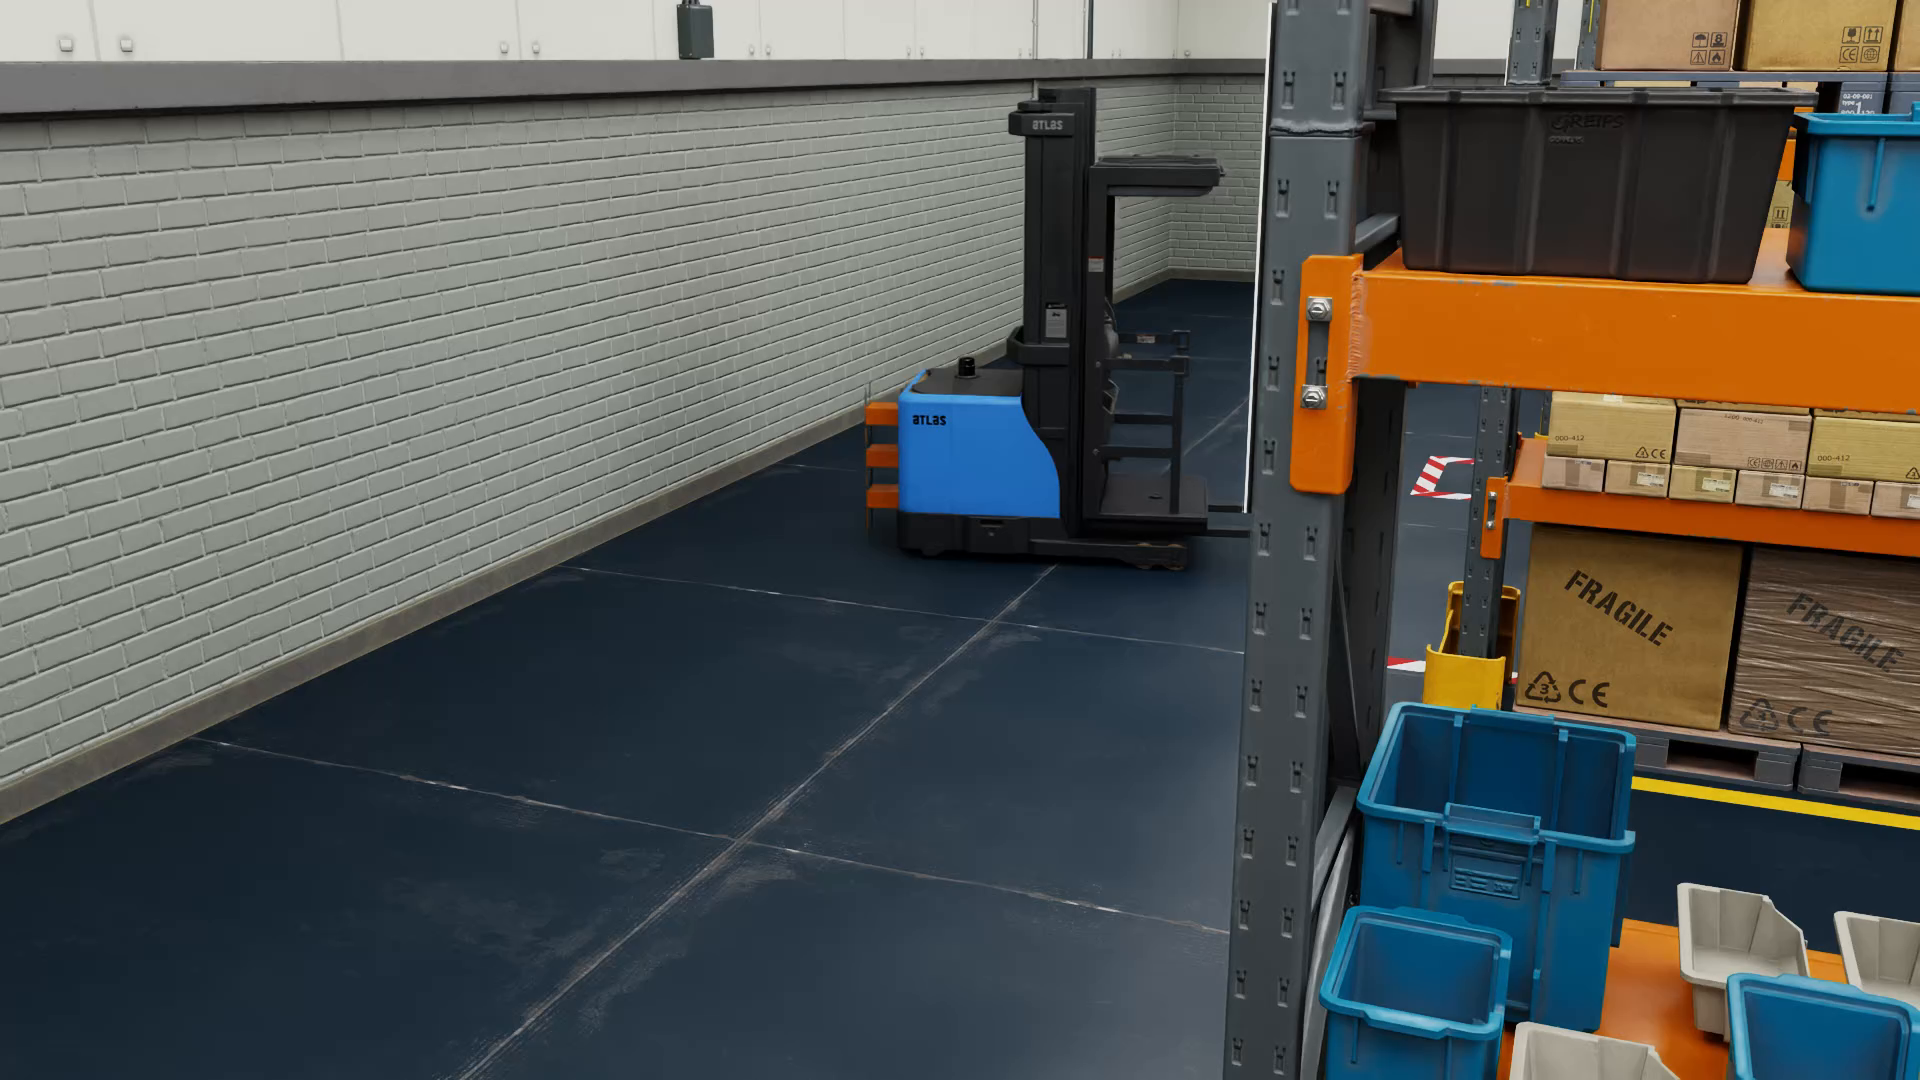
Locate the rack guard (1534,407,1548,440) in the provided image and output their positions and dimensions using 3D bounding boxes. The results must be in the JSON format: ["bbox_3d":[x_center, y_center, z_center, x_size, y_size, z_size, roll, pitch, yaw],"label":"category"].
[{"bbox_3d":[4.512,-0.646,12.504,0.348,0.500,1.175,6,17,21],"label":"rack guard"}]

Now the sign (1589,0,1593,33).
[{"bbox_3d":[4.242,-3.574,11.157,0.005,0.325,0.100,6,17,21],"label":"sign"}]

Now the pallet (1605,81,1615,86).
[{"bbox_3d":[6.857,-4.474,15.982,1.213,0.211,1.003,6,17,21],"label":"pallet"}]

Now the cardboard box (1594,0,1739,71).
[{"bbox_3d":[3.031,-2.278,7.147,0.500,0.500,0.700,5,17,17],"label":"cardboard box"}]

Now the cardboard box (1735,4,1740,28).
[{"bbox_3d":[5.115,-3.485,11.075,0.250,0.149,0.380,6,17,21],"label":"cardboard box"}]

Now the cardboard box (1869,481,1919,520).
[{"bbox_3d":[3.933,-0.205,6.951,0.250,0.149,0.380,6,17,20],"label":"cardboard box"}]

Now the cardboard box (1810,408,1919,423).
[{"bbox_3d":[3.824,-0.788,6.898,0.500,0.500,0.500,6,17,19],"label":"cardboard box"}]

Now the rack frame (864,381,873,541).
[{"bbox_3d":[-0.608,-0.522,11.089,0.008,1.050,0.200,2,16,8],"label":"rack frame"}]

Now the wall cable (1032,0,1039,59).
[{"bbox_3d":[0.769,-6.539,17.556,0.029,3.000,0.463,6,17,21],"label":"wall cable"}]

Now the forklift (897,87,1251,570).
[{"bbox_3d":[1.149,-1.373,10.647,3.031,2.935,1.130,2,16,8],"label":"forklift"}]

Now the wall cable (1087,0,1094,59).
[{"bbox_3d":[2.104,-7.470,20.697,0.133,3.039,2.988,6,17,21],"label":"wall cable"}]

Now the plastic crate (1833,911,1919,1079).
[{"bbox_3d":[1.799,0.874,3.150,0.243,0.136,0.396,6,17,21],"label":"plastic crate"}]

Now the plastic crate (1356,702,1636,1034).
[{"bbox_3d":[1.090,0.646,3.397,0.499,0.435,0.616,6,17,21],"label":"plastic crate"}]

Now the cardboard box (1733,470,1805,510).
[{"bbox_3d":[3.457,-0.258,7.132,0.250,0.149,0.380,6,17,20],"label":"cardboard box"}]

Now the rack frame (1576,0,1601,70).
[{"bbox_3d":[4.441,-4.736,11.346,0.127,3.000,1.000,6,17,21],"label":"rack frame"}]

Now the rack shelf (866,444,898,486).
[{"bbox_3d":[-0.488,-0.507,11.076,0.240,0.259,0.215,2,16,8],"label":"rack shelf"}]

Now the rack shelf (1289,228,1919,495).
[{"bbox_3d":[2.570,-0.185,2.339,4.000,0.370,1.077,6,17,21],"label":"rack shelf"}]

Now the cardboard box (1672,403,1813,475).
[{"bbox_3d":[3.361,-0.479,7.178,0.500,0.250,0.500,6,17,20],"label":"cardboard box"}]

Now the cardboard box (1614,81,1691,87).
[{"bbox_3d":[4.765,-3.111,11.398,0.500,0.250,0.500,7,18,23],"label":"cardboard box"}]

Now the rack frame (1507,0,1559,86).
[{"bbox_3d":[2.527,-3.460,6.950,0.127,3.000,1.000,6,17,21],"label":"rack frame"}]

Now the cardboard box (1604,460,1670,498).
[{"bbox_3d":[2.976,-0.310,7.313,0.250,0.149,0.380,6,17,20],"label":"cardboard box"}]

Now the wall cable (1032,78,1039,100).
[{"bbox_3d":[0.909,-4.223,18.460,0.123,1.953,0.585,6,17,21],"label":"wall cable"}]

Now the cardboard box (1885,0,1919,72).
[{"bbox_3d":[4.009,-2.148,6.702,0.500,0.500,0.700,5,17,17],"label":"cardboard box"}]

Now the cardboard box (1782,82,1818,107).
[{"bbox_3d":[5.737,-3.007,11.039,0.500,0.250,0.500,6,17,19],"label":"cardboard box"}]

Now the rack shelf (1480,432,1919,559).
[{"bbox_3d":[4.388,-0.029,7.182,4.000,0.370,1.077,6,17,21],"label":"rack shelf"}]

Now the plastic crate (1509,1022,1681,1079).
[{"bbox_3d":[1.087,0.969,2.822,0.298,0.136,0.250,6,17,21],"label":"plastic crate"}]

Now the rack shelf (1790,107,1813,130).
[{"bbox_3d":[6.302,-2.745,11.159,4.000,0.370,1.077,6,17,21],"label":"rack shelf"}]

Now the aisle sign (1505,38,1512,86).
[{"bbox_3d":[2.350,-1.757,7.181,0.004,0.787,0.394,6,17,21],"label":"aisle sign"}]

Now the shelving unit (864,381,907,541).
[{"bbox_3d":[-0.488,-0.517,11.073,0.252,1.050,0.215,2,16,8],"label":"shelving unit"}]

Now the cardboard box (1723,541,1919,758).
[{"bbox_3d":[3.999,0.378,7.550,0.875,0.875,0.875,6,17,21],"label":"cardboard box"}]

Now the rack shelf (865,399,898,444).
[{"bbox_3d":[-0.488,-0.780,10.996,0.240,0.259,0.215,2,16,8],"label":"rack shelf"}]

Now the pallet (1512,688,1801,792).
[{"bbox_3d":[3.300,0.822,7.963,1.213,0.211,1.003,6,17,21],"label":"pallet"}]

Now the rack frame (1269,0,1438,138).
[{"bbox_3d":[0.710,-2.175,2.525,0.127,3.000,1.000,6,17,21],"label":"rack frame"}]

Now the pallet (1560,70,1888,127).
[{"bbox_3d":[3.221,-1.903,7.129,1.213,0.211,1.003,6,17,21],"label":"pallet"}]

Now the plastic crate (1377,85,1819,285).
[{"bbox_3d":[0.966,-0.560,2.577,0.590,0.269,0.497,6,17,21],"label":"plastic crate"}]
